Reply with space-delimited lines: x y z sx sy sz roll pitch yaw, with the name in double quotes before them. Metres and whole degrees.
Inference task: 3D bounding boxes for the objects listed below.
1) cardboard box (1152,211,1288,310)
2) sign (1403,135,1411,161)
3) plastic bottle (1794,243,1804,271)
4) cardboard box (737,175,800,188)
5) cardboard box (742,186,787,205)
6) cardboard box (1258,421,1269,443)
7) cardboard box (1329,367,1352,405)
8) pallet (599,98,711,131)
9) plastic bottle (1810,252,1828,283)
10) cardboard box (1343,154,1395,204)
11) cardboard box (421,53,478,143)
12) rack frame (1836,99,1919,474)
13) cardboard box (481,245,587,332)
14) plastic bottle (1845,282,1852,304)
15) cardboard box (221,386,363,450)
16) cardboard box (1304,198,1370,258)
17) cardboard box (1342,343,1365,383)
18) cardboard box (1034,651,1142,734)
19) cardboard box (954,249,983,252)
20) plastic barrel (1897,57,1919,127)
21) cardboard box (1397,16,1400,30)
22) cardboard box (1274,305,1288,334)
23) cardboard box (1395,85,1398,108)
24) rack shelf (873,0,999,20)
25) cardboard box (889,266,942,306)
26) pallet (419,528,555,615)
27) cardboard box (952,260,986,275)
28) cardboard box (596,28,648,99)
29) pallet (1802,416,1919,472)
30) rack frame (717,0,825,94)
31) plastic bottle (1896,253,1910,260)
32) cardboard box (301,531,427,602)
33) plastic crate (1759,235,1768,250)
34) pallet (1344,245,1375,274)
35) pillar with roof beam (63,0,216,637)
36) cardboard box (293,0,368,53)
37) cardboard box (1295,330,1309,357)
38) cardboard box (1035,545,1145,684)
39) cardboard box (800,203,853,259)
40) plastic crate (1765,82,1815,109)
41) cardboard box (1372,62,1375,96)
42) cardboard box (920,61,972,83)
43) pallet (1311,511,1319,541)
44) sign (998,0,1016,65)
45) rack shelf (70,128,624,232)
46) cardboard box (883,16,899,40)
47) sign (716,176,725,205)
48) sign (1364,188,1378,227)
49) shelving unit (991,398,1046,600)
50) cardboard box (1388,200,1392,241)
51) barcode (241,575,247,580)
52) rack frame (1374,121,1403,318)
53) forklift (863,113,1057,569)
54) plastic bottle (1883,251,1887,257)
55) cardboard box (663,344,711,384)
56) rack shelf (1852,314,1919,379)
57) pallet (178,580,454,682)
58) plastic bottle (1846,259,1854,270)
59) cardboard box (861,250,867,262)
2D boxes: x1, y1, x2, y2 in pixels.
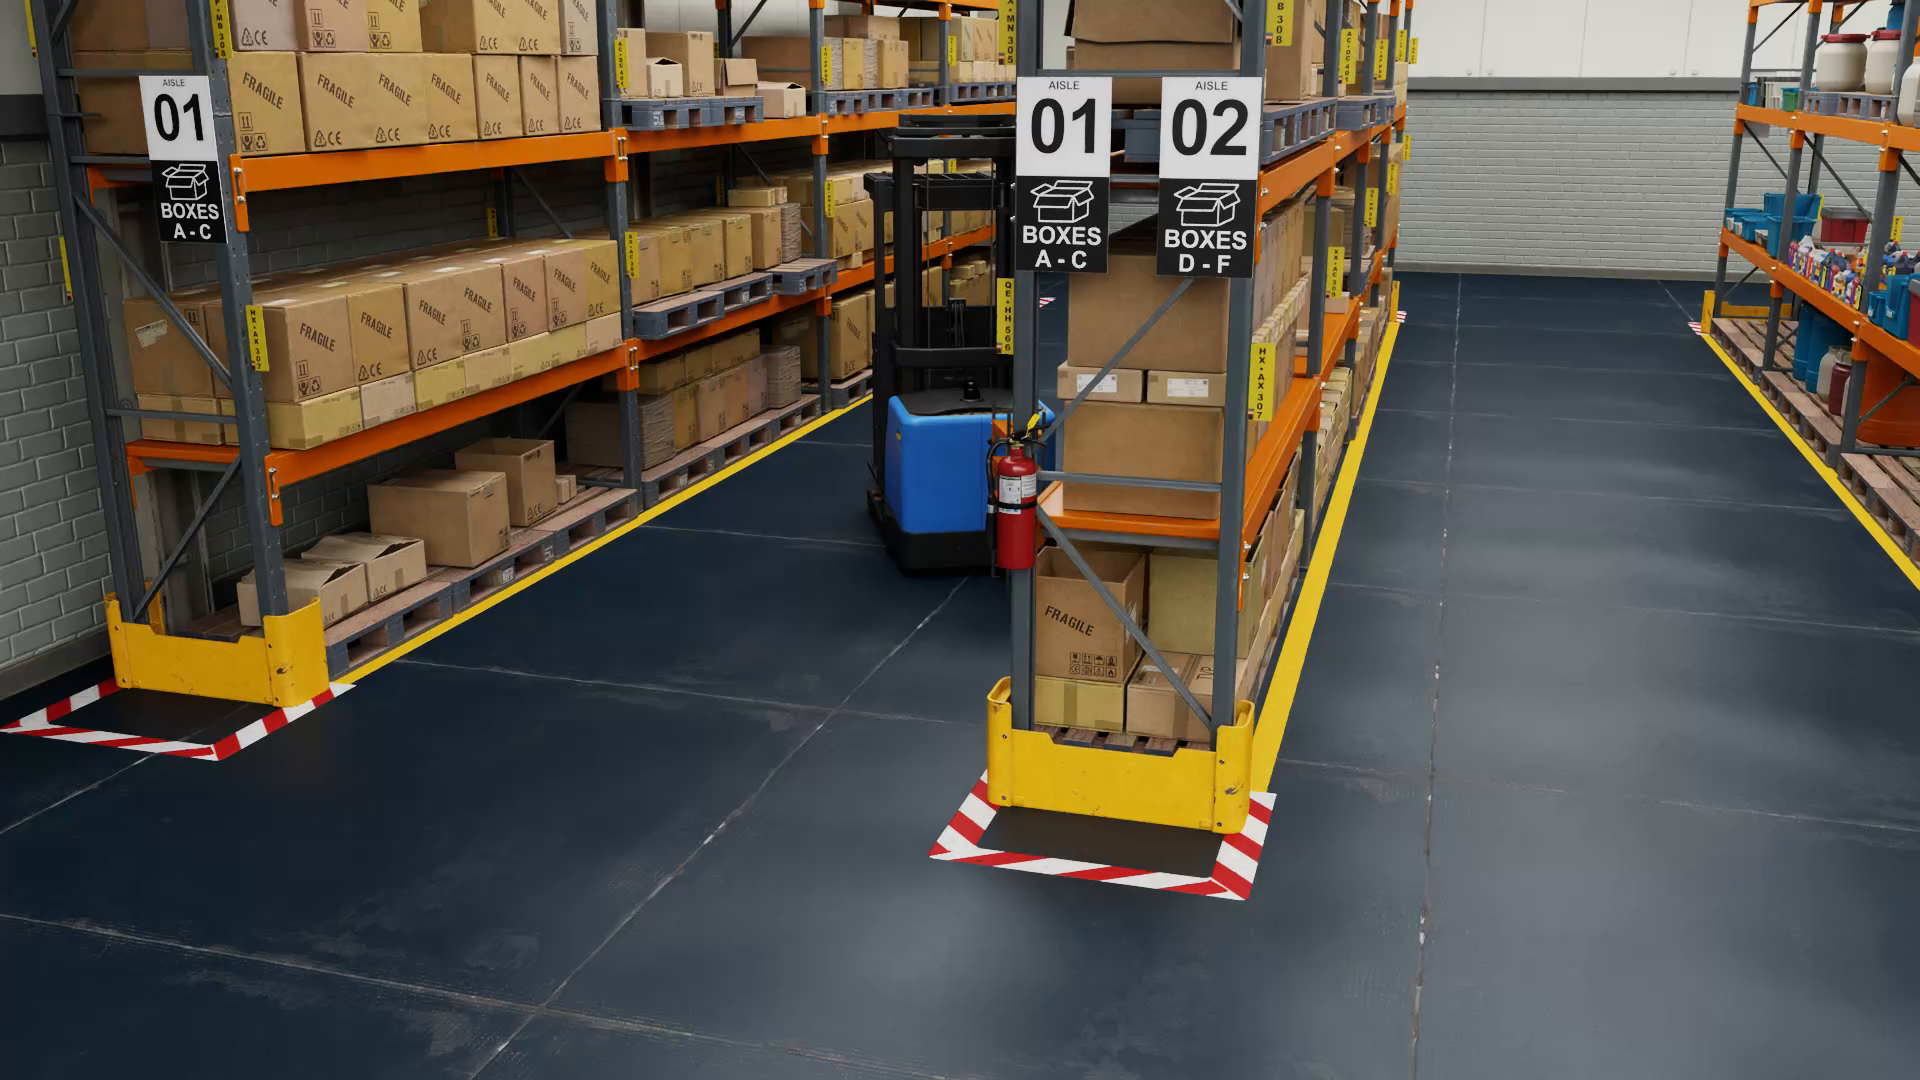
"cardboard box" 1.456 -1.586 9.363 0.700 0.500 0.500 5 16 16
"sign" 5.798 -5.094 21.590 0.100 0.325 0.005 5 16 16
"plastic bottle" 8.288 -2.785 16.386 0.097 0.271 0.097 0 16 0
"cardboard box" -1.872 -3.424 16.263 0.500 0.250 0.500 5 17 17
"cardboard box" -1.822 -3.203 15.445 0.380 0.149 0.250 2 16 9
"cardboard box" 1.307 -0.822 9.046 0.700 0.500 0.500 5 17 18
"cardboard box" 3.085 -1.333 14.274 0.500 0.311 0.500 5 17 17
"pallet" -2.612 -3.183 12.401 1.213 0.211 1.003 5 16 16
"plastic bottle" 8.057 -2.547 15.541 0.152 0.276 0.135 5 16 16
"cardboard box" 4.538 -4.017 18.480 0.500 0.500 0.500 5 17 17
"cardboard box" -3.229 -2.615 9.835 0.500 0.500 0.500 6 17 19
"rack frame" 7.746 -1.955 13.225 1.000 3.000 0.127 5 16 16
"cardboard box" -2.864 -1.696 11.177 0.500 0.500 0.500 5 16 16
"plastic bottle" 7.595 -2.113 14.146 0.097 0.201 0.097 0 16 0
"cardboard box" -3.583 -0.671 8.935 0.500 0.250 0.500 4 16 14
"cardboard box" 3.512 -2.988 15.915 0.700 0.500 0.500 8 18 26
"cardboard box" 3.545 -1.584 15.690 0.500 0.500 0.500 4 16 14
"cardboard box" 0.593 0.710 8.097 0.500 0.250 0.500 5 16 16
"cardboard box" 0.118 -3.853 22.537 0.380 0.149 0.250 5 16 16
"plastic barrel" 7.364 -3.394 12.598 0.421 0.512 0.421 0 16 0
"cardboard box" 4.650 -5.740 19.057 0.700 0.500 0.500 5 16 16
"cardboard box" 1.627 -1.234 9.311 0.380 0.149 0.250 5 17 17
"cardboard box" 4.656 -4.996 18.724 0.500 0.250 0.500 5 16 16
"rack shelf" -0.048 -6.641 20.802 1.077 0.370 4.000 5 16 16
"cardboard box" -0.676 -2.757 19.224 0.750 0.750 0.750 5 17 17
"pallet" -3.391 0.163 10.866 1.003 0.211 1.213 5 16 16
"cardboard box" 0.115 -3.481 21.228 0.380 0.149 0.250 4 16 14
"cardboard box" -2.657 -3.507 12.246 0.500 0.500 0.500 7 17 24
"pallet" 7.930 -0.823 14.344 1.003 0.211 1.213 5 16 16
"rack frame" -1.753 -5.609 15.115 1.000 3.000 0.127 5 16 16
"plastic bottle" 8.795 -2.551 15.553 0.152 0.276 0.135 5 16 16
"cardboard box" -3.581 0.128 10.001 0.500 0.311 0.500 6 17 20
"plastic crate" 8.943 -3.212 18.050 0.437 0.125 0.590 5 16 16
"pallet" 3.546 -2.757 16.404 1.003 0.211 1.213 5 16 16
"pillar with roof beam" -0.529 -3.433 7.441 9.100 9.000 0.400 5 16 16
"cardboard box" -3.493 -2.821 8.730 0.500 0.500 0.500 4 16 15
"cardboard box" 2.309 -1.389 11.689 0.380 0.149 0.250 5 16 16
"cardboard box" 0.591 0.350 7.995 0.500 0.500 0.500 5 16 16
"cardboard box" -1.369 -3.031 16.255 0.500 0.500 0.500 5 17 18
"plastic crate" 9.094 -4.878 18.251 0.437 0.282 0.530 5 16 16
"cardboard box" 3.382 -4.218 15.521 0.910 0.500 0.500 5 16 16
"cardboard box" -0.167 -5.551 19.729 0.500 0.250 0.500 5 16 16
"pallet" 2.033 -0.148 11.964 1.003 0.211 1.213 5 16 16
"sign" 0.208 -2.124 6.845 0.100 0.325 0.005 5 16 16
"rack shelf" -3.458 -2.251 10.088 1.077 0.370 4.000 5 16 16
"cardboard box" -0.992 -5.613 18.262 0.500 0.250 0.500 6 17 20
"sign" -2.286 -3.322 15.924 0.100 0.325 0.005 5 16 16
"sign" 3.531 -2.855 14.276 0.100 0.325 0.005 5 16 16
"shelving unit" 0.367 -0.270 10.581 0.258 1.200 0.503 -3 16 -9
"cardboard box" 4.683 -3.681 19.127 0.500 0.500 0.500 5 17 17
"barcode" -4.122 0.237 9.600 0.001 0.075 0.075 5 16 16
"rack frame" 5.271 -4.433 21.962 1.000 3.000 0.127 5 16 16
"forklift" -0.099 -1.578 12.020 1.130 2.935 3.031 -3 16 -9
"plastic bottle" 8.708 -2.589 15.695 0.097 0.271 0.097 0 16 0
"cardboard box" -2.430 -1.492 13.994 0.500 0.250 0.500 4 16 14
"rack shelf" 7.177 -1.086 11.478 1.077 0.370 4.000 5 16 16
"pallet" -3.740 0.482 9.745 1.003 0.211 1.213 5 16 16
"plastic bottle" 7.967 -2.374 14.916 0.061 0.283 0.133 5 16 16
"cardboard box" -1.182 -2.952 17.165 0.380 0.149 0.250 5 17 17
